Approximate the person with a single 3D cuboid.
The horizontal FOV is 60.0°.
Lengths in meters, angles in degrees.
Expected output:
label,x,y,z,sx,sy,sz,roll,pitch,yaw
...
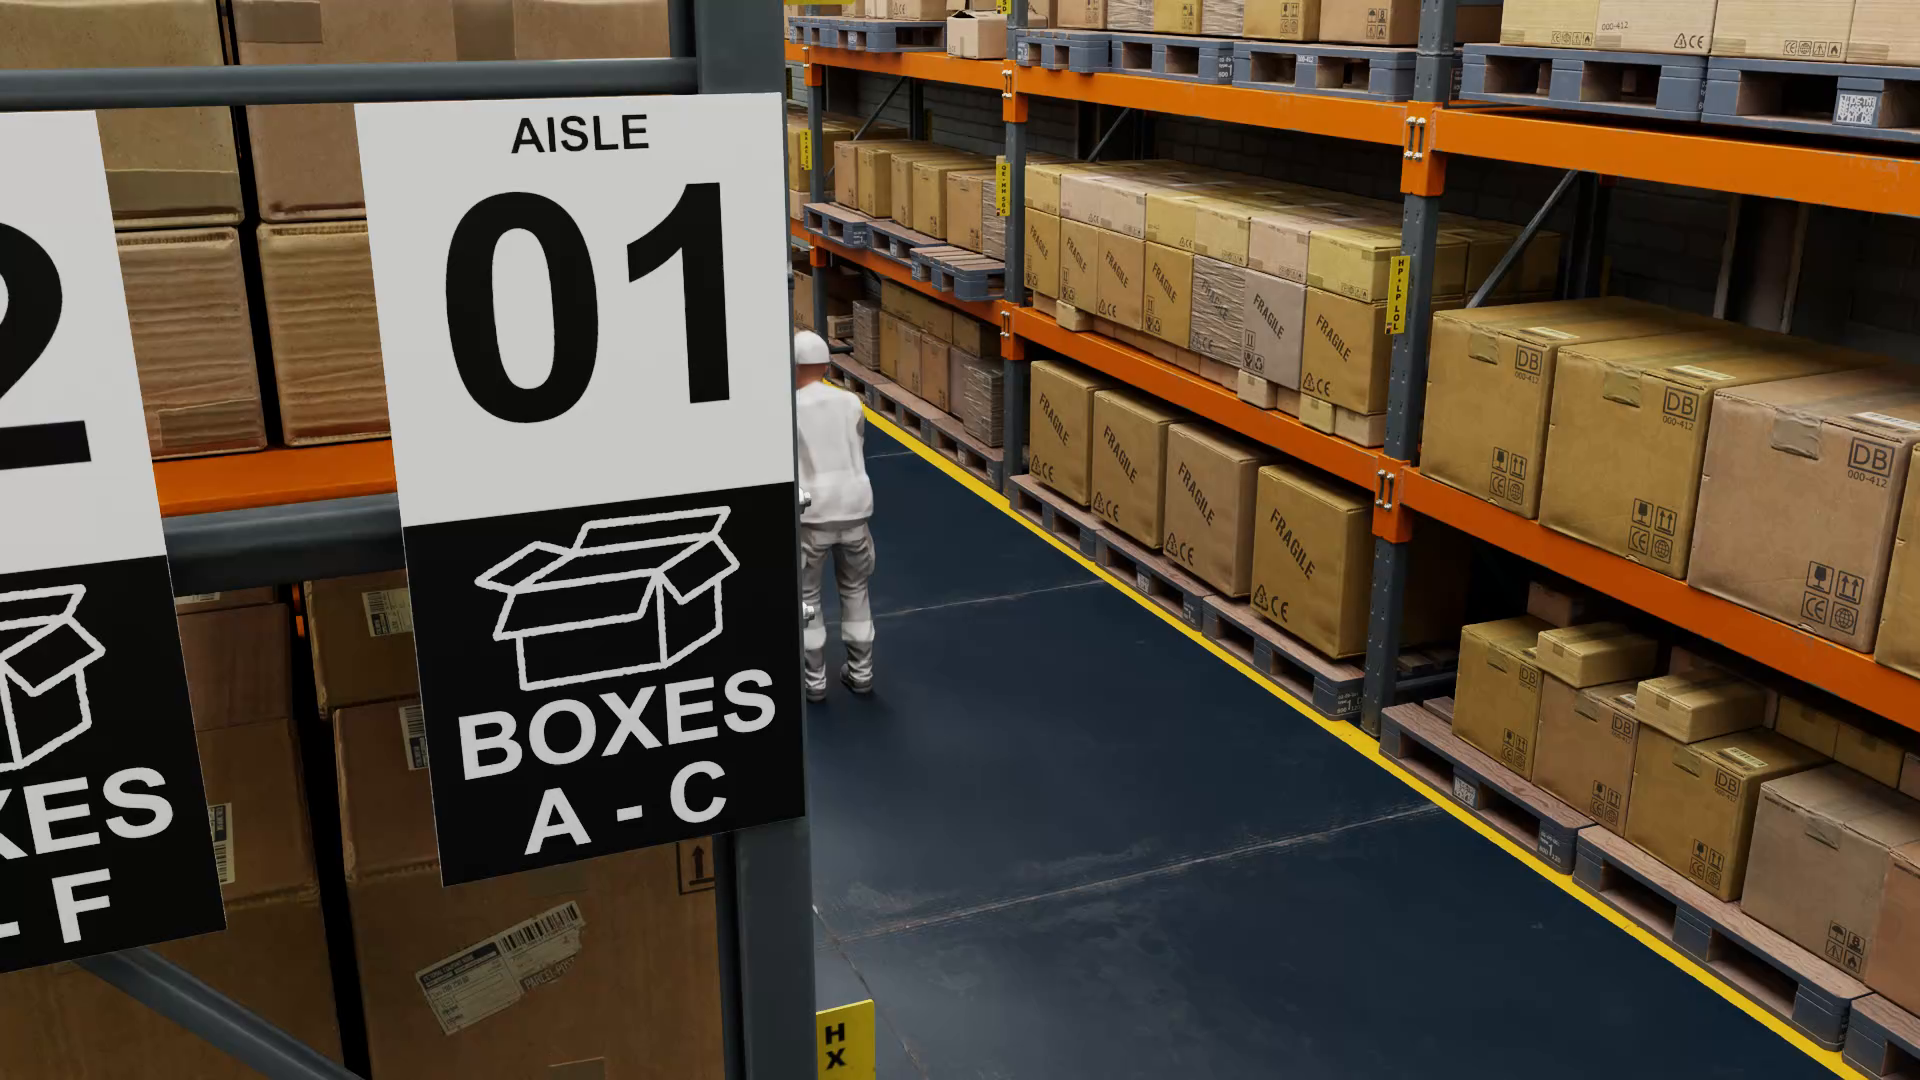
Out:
label,x,y,z,sx,sy,sz,roll,pitch,yaw
person,-0.674,-0.120,7.944,0.489,1.745,0.592,-8,20,-23
